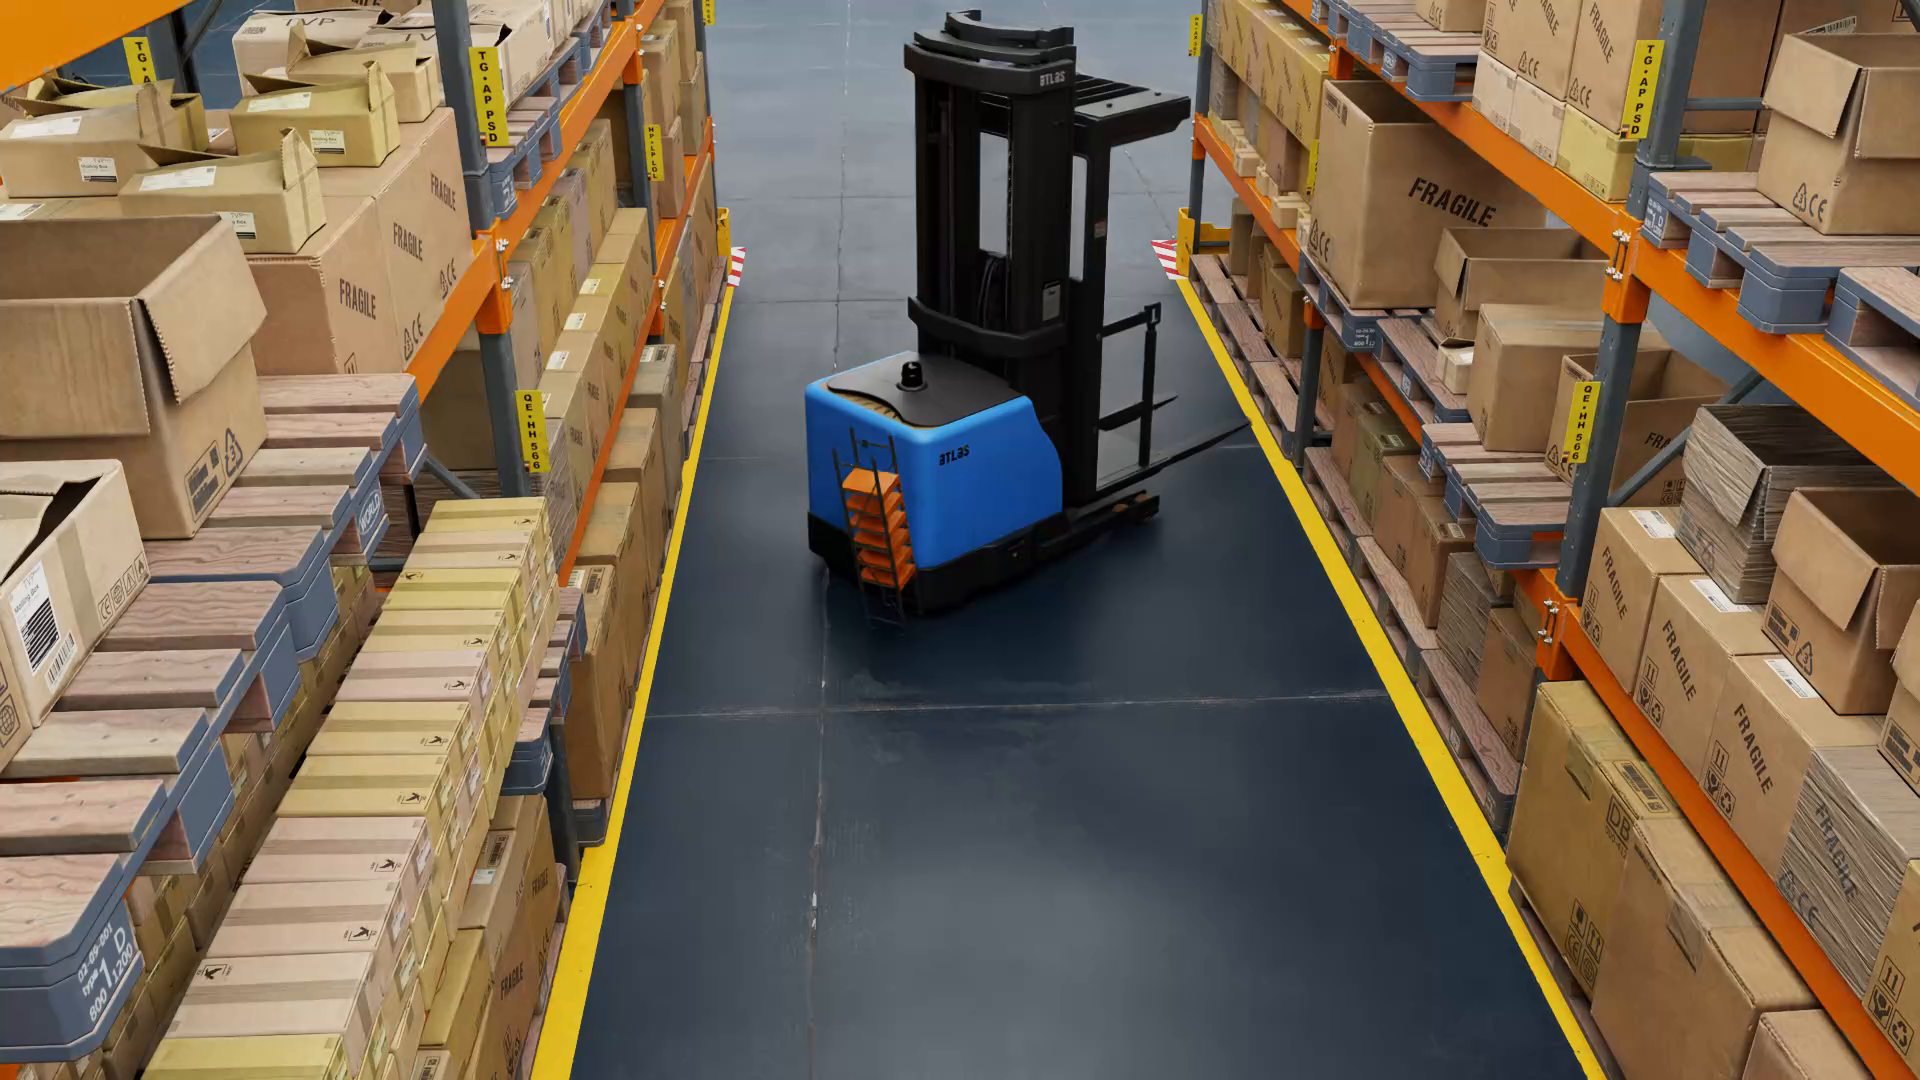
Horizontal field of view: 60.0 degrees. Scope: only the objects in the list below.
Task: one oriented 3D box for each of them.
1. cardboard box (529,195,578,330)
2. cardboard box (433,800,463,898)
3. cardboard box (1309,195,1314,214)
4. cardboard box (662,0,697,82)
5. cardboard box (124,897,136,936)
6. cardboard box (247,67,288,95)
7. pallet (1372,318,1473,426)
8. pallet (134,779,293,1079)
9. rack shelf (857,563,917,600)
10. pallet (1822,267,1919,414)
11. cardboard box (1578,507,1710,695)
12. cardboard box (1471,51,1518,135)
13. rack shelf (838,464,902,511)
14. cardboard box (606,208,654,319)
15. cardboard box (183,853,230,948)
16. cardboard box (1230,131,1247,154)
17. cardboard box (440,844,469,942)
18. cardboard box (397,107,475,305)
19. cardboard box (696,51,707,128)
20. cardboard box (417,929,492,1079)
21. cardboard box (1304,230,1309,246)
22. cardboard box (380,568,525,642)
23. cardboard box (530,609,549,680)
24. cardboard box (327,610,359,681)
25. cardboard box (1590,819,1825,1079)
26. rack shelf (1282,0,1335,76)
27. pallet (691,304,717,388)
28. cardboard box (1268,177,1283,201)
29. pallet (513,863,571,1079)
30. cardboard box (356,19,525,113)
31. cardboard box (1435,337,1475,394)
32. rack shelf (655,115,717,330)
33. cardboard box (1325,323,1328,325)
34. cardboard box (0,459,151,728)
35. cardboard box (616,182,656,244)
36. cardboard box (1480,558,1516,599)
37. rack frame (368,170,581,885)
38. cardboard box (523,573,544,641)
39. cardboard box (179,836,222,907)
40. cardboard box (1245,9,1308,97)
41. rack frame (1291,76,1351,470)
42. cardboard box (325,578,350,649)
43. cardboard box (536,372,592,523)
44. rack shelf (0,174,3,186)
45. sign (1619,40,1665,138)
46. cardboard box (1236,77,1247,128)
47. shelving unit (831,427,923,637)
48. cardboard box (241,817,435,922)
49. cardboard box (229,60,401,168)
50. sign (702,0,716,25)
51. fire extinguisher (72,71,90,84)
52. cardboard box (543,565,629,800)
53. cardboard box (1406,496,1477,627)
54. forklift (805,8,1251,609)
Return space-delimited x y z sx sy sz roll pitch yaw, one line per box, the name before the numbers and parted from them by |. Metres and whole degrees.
cardboard box | -2.207 -1.302 7.814 0.700 0.500 0.500 -2 28 -3
cardboard box | -1.546 0.825 4.421 0.380 0.149 0.250 -2 28 -4
cardboard box | 2.678 -2.206 10.307 0.875 0.500 0.500 -1 28 -3
cardboard box | -2.426 -3.716 12.301 0.875 0.550 0.550 -1 28 -3
cardboard box | -2.166 0.949 3.860 0.380 0.149 0.250 -2 28 -4
cardboard box | -2.361 -1.629 6.076 0.380 0.166 0.250 -1 28 -3
pallet | 2.705 -0.802 8.251 1.003 0.211 1.213 -1 28 -3
pallet | -1.965 1.098 4.609 1.003 0.211 1.213 -1 28 -3
rack shelf | -0.379 0.191 8.670 0.258 0.103 0.180 13 45 23
pallet | 2.997 -0.407 4.248 1.003 0.211 1.213 0 28 0
cardboard box | 2.603 0.213 5.990 0.500 0.500 0.500 -1 28 -1
cardboard box | 2.516 -1.911 7.090 0.500 0.250 0.500 -1 28 -1
rack shelf | -0.446 -0.262 8.281 0.258 0.103 0.180 13 45 23
cardboard box | -2.024 -1.557 9.384 0.500 0.500 0.500 -2 28 -3
cardboard box | -2.204 0.969 4.467 0.380 0.149 0.250 -2 28 -4
cardboard box | 2.240 -2.957 12.447 0.380 0.149 0.250 -1 28 -3
cardboard box | -1.546 0.960 4.484 0.380 0.149 0.250 -3 28 -5
cardboard box | -1.826 -1.017 5.105 0.500 0.500 0.500 -1 28 -3
cardboard box | -2.463 -3.491 13.038 0.875 0.550 0.550 -1 28 -3
cardboard box | -1.764 1.467 5.132 0.500 0.250 0.500 -1 28 -1
cardboard box | 2.335 -1.802 10.232 0.380 0.149 0.250 -1 28 -3
cardboard box | -1.602 0.213 5.272 0.380 0.149 0.250 -1 28 -1
cardboard box | -1.614 0.356 5.641 0.380 0.149 0.250 -1 28 -3
cardboard box | -2.274 0.360 5.633 0.380 0.149 0.250 0 28 0
cardboard box | 2.903 1.513 5.448 1.225 0.875 0.875 -1 28 -2
rack shelf | 2.536 -3.755 11.241 1.077 0.370 4.000 -1 28 -3
pallet | -2.347 -1.429 12.262 1.003 0.211 1.213 -1 28 -3
cardboard box | 2.319 -2.380 11.341 0.380 0.149 0.250 -1 28 -3
pallet | -2.070 1.697 6.268 1.003 0.211 1.213 -1 28 -3
cardboard box | -1.928 -1.761 6.173 0.500 0.311 0.500 -1 28 -3
cardboard box | 2.492 -0.864 7.854 0.396 0.266 0.258 -2 28 -4
rack shelf | -2.423 -2.352 11.794 1.077 0.370 4.000 -1 28 -3
cardboard box | 2.622 -1.349 11.341 0.500 0.500 0.500 7 28 14
cardboard box | -1.737 0.059 2.792 0.500 0.311 0.500 -2 28 -3
cardboard box | -2.350 -1.984 10.149 0.875 0.550 0.550 -1 28 -3
cardboard box | 2.746 0.054 7.820 0.500 0.250 0.500 2 28 3
rack frame | -2.110 0.100 6.315 1.000 3.000 0.127 -1 28 -3
cardboard box | -1.613 0.233 5.555 0.380 0.149 0.250 0 28 -1
cardboard box | -2.198 0.840 4.391 0.380 0.149 0.250 0 28 -1
cardboard box | 2.267 -3.334 11.388 0.500 0.500 0.500 -1 28 -3
rack frame | 2.640 -1.821 9.997 1.000 3.000 0.127 -1 28 -3
cardboard box | -2.269 0.246 5.530 0.380 0.149 0.250 0 28 0
cardboard box | -1.893 -0.393 7.152 0.500 0.500 0.500 -2 28 -3
rack shelf | -7.361 -2.186 11.476 1.077 0.370 4.000 -1 28 -3
sign | 2.307 -1.521 5.619 0.100 0.325 0.005 -1 28 -3
cardboard box | 2.578 -3.362 12.522 0.875 0.500 0.500 -1 28 -3
shelving unit | -0.411 -0.024 8.486 0.258 1.200 0.189 13 45 23
cardboard box | -1.531 0.818 4.112 0.380 0.149 0.250 0 28 -1
cardboard box | -1.787 -1.197 4.622 0.396 0.266 0.258 -1 28 -3
sign | -1.985 -4.220 13.089 0.100 0.325 0.005 -1 28 -3
fire extinguisher | -7.011 -3.458 13.221 0.296 0.674 0.183 -1 28 -3
cardboard box | -2.052 0.627 7.282 1.050 0.750 0.750 -2 28 -3
cardboard box | 2.716 0.113 8.516 0.700 0.500 0.500 1 28 2
forklift | 0.554 -1.504 9.464 3.031 2.935 1.130 -24 36 -37
